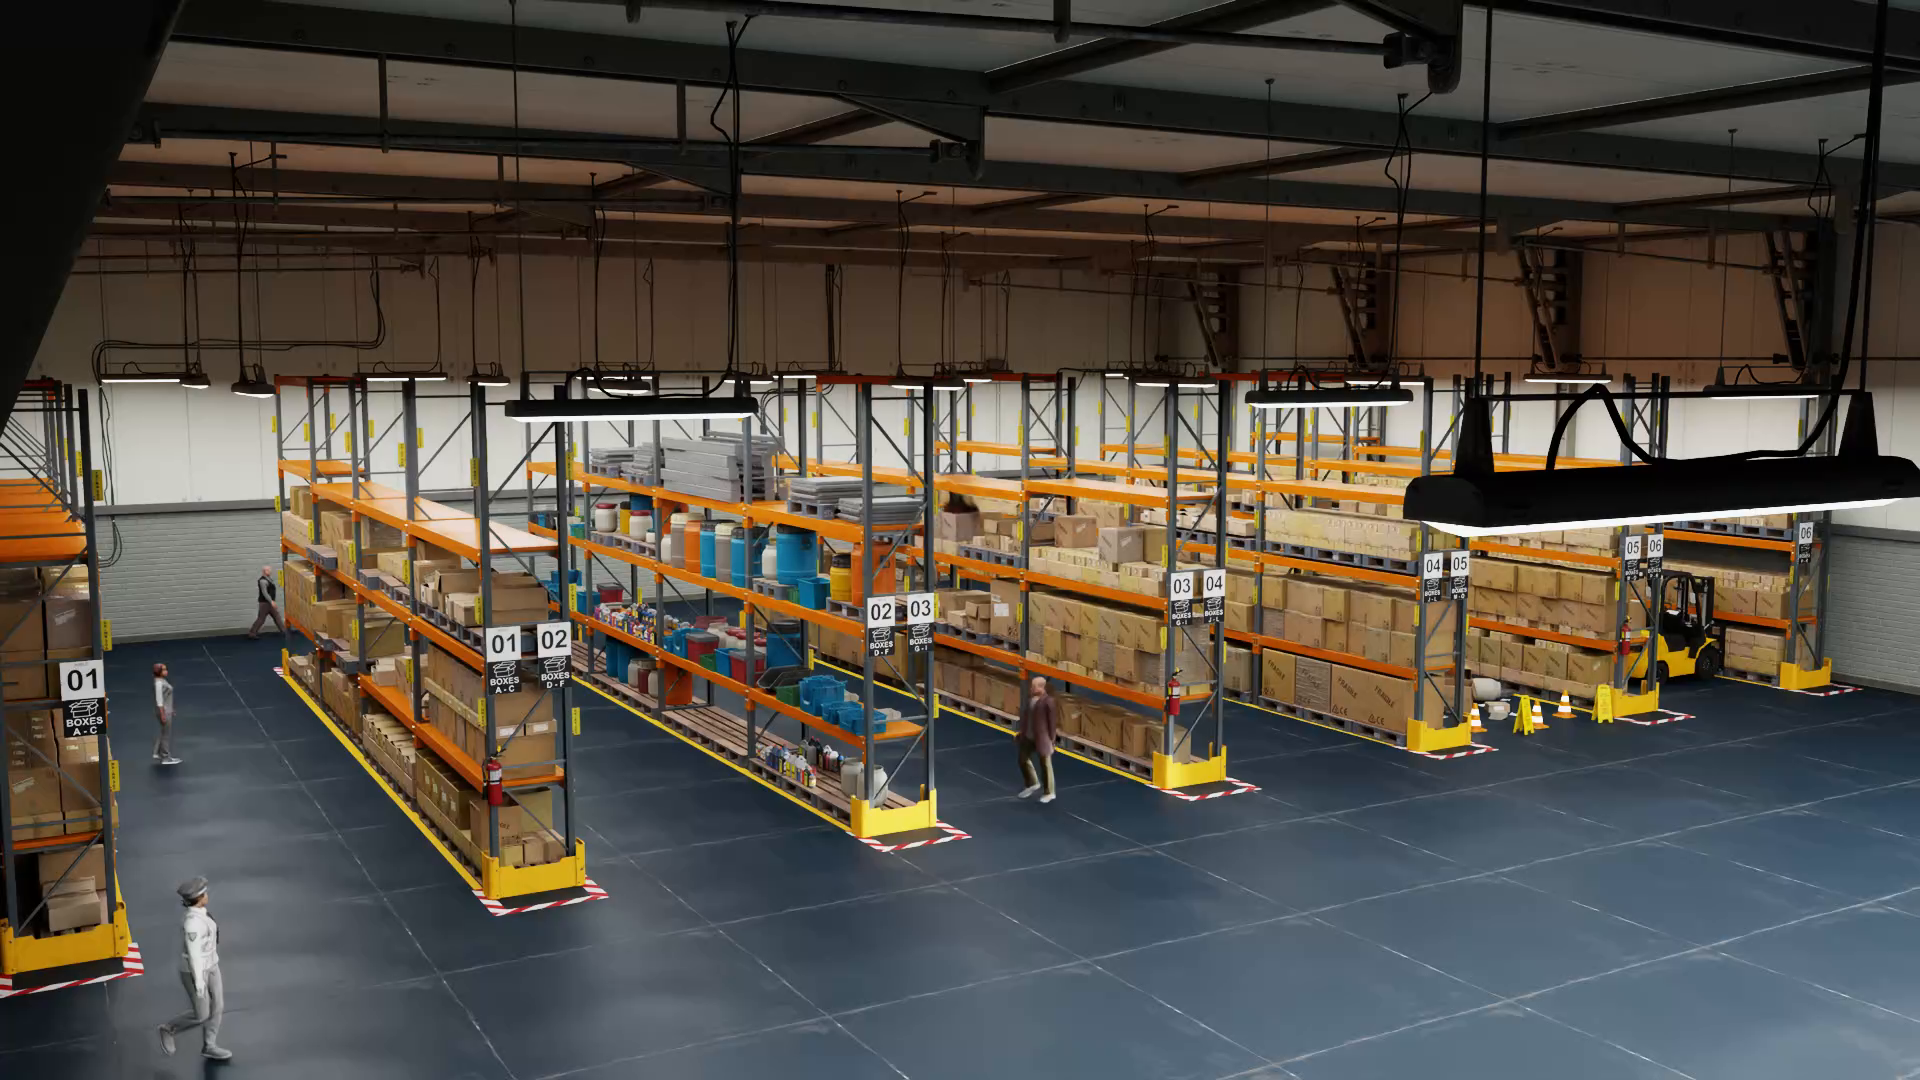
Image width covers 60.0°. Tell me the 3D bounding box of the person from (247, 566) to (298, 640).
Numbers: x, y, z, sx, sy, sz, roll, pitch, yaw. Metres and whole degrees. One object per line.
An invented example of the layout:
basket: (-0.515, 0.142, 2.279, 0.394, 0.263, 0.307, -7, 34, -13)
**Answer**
person: (-15.490, 1.391, 37.395, 1.057, 1.659, 0.652, -2, 7, -20)

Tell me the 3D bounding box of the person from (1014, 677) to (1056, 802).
person: (1.085, 2.833, 23.792, 0.449, 1.793, 0.639, -5, 8, -40)

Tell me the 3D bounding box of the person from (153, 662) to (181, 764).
person: (-12.408, 2.696, 25.947, 0.386, 1.604, 0.470, -5, 8, -38)

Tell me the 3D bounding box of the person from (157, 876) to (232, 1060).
person: (-6.898, 3.858, 14.955, 0.596, 1.669, 0.480, 1, 6, 7)
